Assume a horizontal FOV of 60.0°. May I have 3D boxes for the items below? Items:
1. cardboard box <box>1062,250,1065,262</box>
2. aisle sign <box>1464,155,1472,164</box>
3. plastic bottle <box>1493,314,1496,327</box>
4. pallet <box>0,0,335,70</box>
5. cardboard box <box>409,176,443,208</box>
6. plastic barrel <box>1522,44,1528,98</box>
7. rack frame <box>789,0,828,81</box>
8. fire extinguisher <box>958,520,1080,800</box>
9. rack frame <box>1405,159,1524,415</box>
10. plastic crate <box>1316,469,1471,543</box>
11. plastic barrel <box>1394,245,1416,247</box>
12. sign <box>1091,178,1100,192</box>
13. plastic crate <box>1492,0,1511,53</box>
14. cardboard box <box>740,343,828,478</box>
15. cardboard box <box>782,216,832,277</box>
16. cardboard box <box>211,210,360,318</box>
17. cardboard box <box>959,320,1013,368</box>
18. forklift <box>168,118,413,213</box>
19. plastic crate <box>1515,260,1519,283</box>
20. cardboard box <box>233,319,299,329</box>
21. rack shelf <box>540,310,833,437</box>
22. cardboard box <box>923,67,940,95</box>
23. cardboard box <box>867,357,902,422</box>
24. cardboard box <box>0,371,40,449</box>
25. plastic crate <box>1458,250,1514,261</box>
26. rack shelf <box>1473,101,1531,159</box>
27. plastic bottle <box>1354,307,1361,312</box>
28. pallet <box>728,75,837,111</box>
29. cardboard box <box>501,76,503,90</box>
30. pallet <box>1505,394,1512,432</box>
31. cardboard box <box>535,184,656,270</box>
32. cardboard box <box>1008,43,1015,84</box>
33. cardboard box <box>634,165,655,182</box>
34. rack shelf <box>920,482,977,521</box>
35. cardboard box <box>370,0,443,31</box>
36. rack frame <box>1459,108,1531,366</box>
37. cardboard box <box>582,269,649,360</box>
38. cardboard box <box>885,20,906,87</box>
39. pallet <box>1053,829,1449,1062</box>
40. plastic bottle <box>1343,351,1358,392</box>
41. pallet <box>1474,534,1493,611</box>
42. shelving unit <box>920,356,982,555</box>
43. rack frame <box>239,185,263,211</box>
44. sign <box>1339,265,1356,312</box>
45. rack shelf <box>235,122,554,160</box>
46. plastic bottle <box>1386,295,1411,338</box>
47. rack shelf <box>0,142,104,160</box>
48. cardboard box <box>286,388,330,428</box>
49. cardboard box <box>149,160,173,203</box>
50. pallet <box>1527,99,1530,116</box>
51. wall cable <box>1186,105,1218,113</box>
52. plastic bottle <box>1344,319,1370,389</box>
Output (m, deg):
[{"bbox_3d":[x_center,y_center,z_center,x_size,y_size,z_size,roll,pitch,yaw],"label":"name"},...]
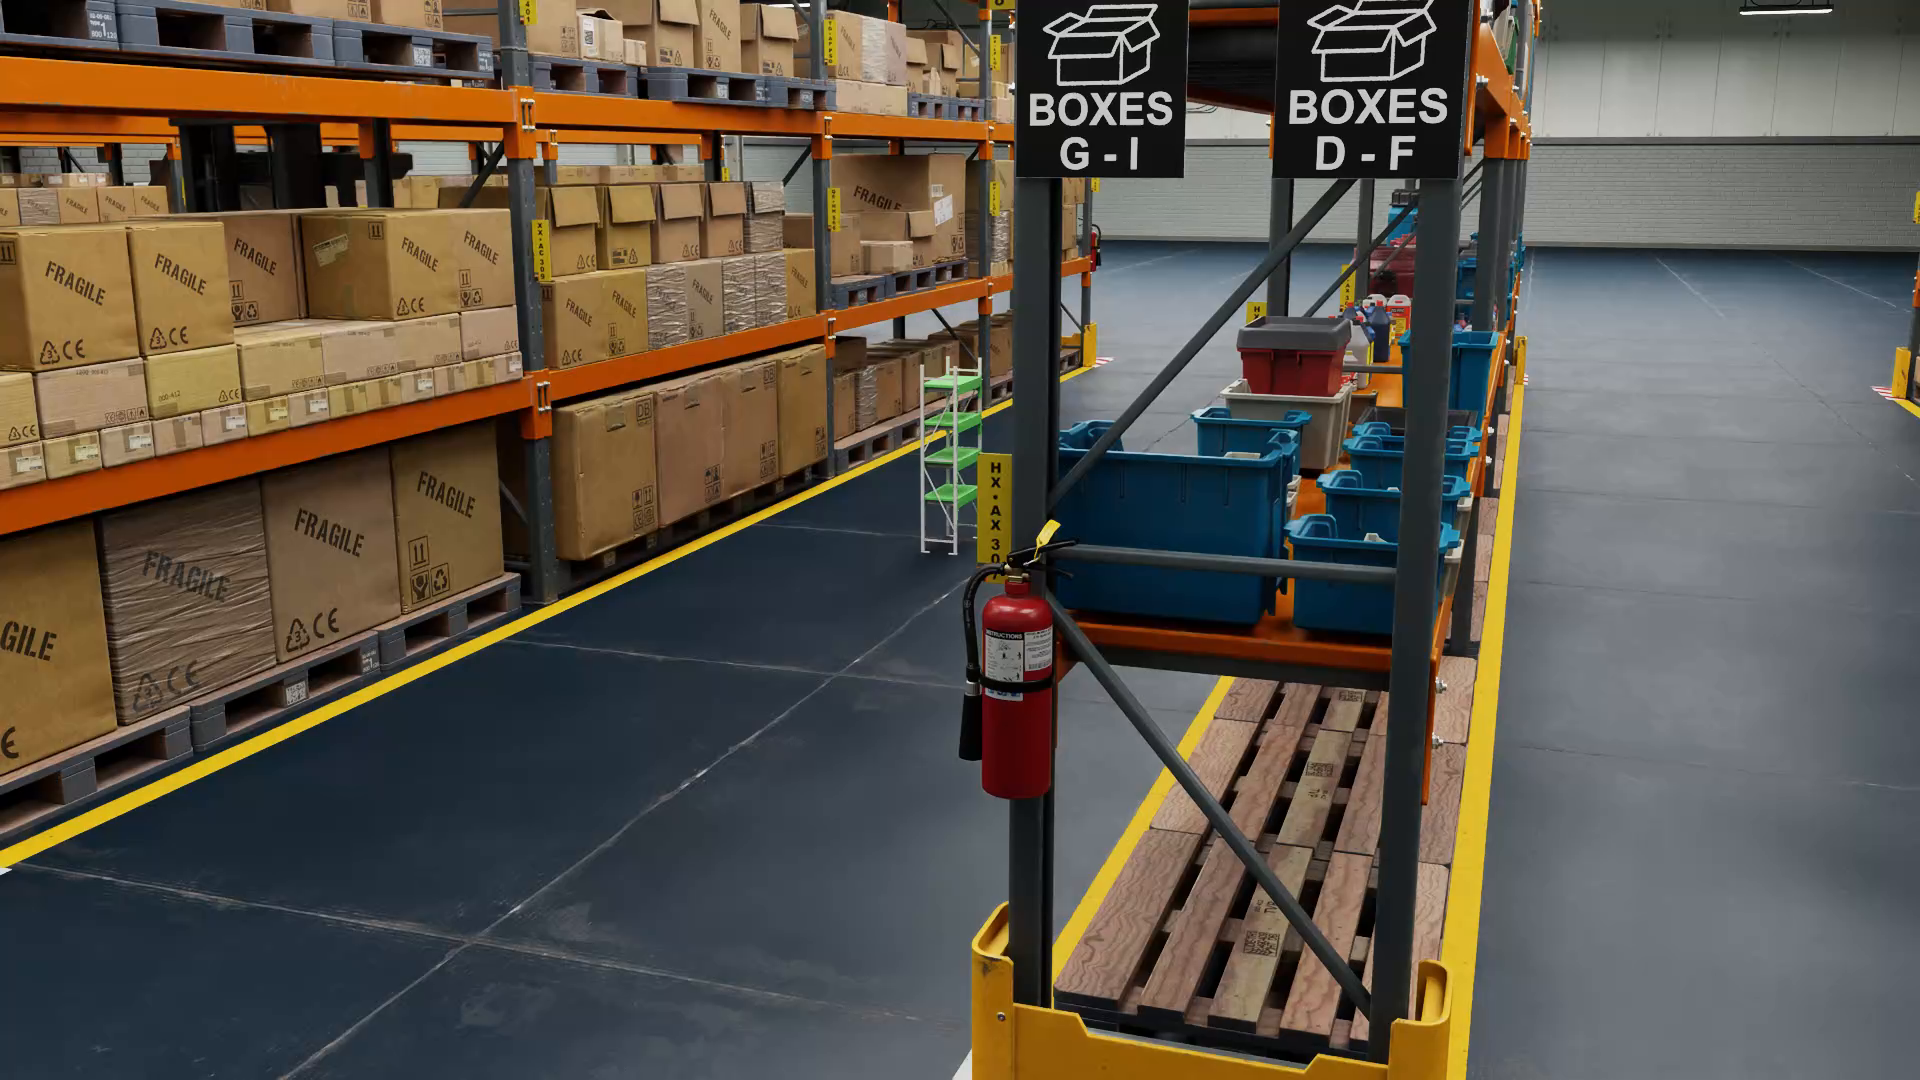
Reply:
[{"bbox_3d":[1.001,-3.304,19.286,0.380,0.149,0.250,4,14,18],"label":"cardboard box"},{"bbox_3d":[5.540,-4.609,18.596,0.394,0.787,0.004,4,14,18],"label":"aisle sign"},{"bbox_3d":[3.223,-1.288,10.181,0.097,0.271,0.097,0,13,0],"label":"plastic bottle"},{"bbox_3d":[-3.447,-2.127,7.022,1.003,0.211,1.213,4,14,18],"label":"pallet"},{"bbox_3d":[-5.496,-3.308,16.268,0.700,0.500,0.500,4,14,18],"label":"cardboard box"},{"bbox_3d":[3.595,-3.181,11.191,0.421,0.512,0.421,0,13,0],"label":"plastic barrel"},{"bbox_3d":[-1.482,-4.902,12.242,1.000,3.000,0.127,4,14,18],"label":"rack frame"},{"bbox_3d":[0.138,0.282,4.021,0.296,0.674,0.183,4,14,18],"label":"fire extinguisher"},{"bbox_3d":[4.499,-2.463,15.037,1.000,3.000,0.127,4,14,18],"label":"rack frame"},{"bbox_3d":[1.221,-0.051,4.710,0.416,0.233,0.300,4,14,18],"label":"plastic crate"},{"bbox_3d":[3.472,-1.996,12.739,0.421,0.512,0.421,0,13,0],"label":"plastic barrel"},{"bbox_3d":[1.626,-4.336,19.932,0.100,0.325,0.005,4,14,18],"label":"sign"},{"bbox_3d":[1.626,-1.785,5.594,0.437,0.282,0.530,4,14,18],"label":"plastic crate"},{"bbox_3d":[-1.725,-1.002,12.469,1.225,0.875,0.875,4,13,16],"label":"cardboard box"},{"bbox_3d":[-1.345,-2.347,13.362,0.500,0.500,0.500,3,13,11],"label":"cardboard box"},{"bbox_3d":[-3.339,-1.387,8.306,0.500,0.500,0.500,4,14,18],"label":"cardboard box"},{"bbox_3d":[0.285,-2.144,18.315,0.500,0.500,0.500,3,13,13],"label":"cardboard box"},{"bbox_3d":[-4.472,-1.644,11.604,1.130,2.935,3.031,4,14,18],"label":"forklift"},{"bbox_3d":[5.206,-2.625,16.224,0.450,0.188,0.662,4,14,18],"label":"plastic crate"},{"bbox_3d":[-3.504,-0.913,7.915,0.500,0.250,0.500,5,14,20],"label":"cardboard box"},{"bbox_3d":[-2.129,-1.205,11.144,1.077,0.370,4.000,4,14,18],"label":"rack shelf"},{"bbox_3d":[-0.397,-4.216,15.335,0.396,0.266,0.258,5,14,20],"label":"cardboard box"},{"bbox_3d":[-0.939,-1.353,14.804,0.700,0.500,0.500,6,14,23],"label":"cardboard box"},{"bbox_3d":[-3.659,-0.446,5.871,0.500,0.250,0.500,4,13,17],"label":"cardboard box"},{"bbox_3d":[4.017,-1.970,12.734,0.402,0.464,0.583,4,14,18],"label":"plastic crate"},{"bbox_3d":[3.852,-3.153,12.938,1.077,0.370,4.000,4,14,18],"label":"rack shelf"},{"bbox_3d":[2.428,-1.293,10.203,0.097,0.271,0.097,0,13,0],"label":"plastic bottle"},{"bbox_3d":[-1.640,-3.208,11.986,1.213,0.211,1.003,5,14,21],"label":"pallet"},{"bbox_3d":[-4.925,-4.680,17.180,0.500,0.250,0.500,5,14,19],"label":"cardboard box"},{"bbox_3d":[4.756,-1.242,15.954,1.003,0.211,1.213,4,14,18],"label":"pallet"},{"bbox_3d":[-2.344,-1.951,10.318,0.797,0.503,0.637,5,14,19],"label":"cardboard box"},{"bbox_3d":[0.845,-5.217,18.346,0.500,0.500,0.500,4,14,18],"label":"cardboard box"},{"bbox_3d":[-4.159,-4.213,19.940,0.875,0.550,0.500,4,14,18],"label":"cardboard box"},{"bbox_3d":[-0.054,-0.254,10.769,0.258,0.148,0.480,4,14,18],"label":"rack shelf"},{"bbox_3d":[-2.972,-2.730,8.076,0.700,0.500,0.500,4,13,15],"label":"cardboard box"},{"bbox_3d":[5.793,-3.305,18.727,1.000,3.000,0.127,4,14,18],"label":"rack frame"},{"bbox_3d":[-2.229,-1.368,10.018,0.500,0.500,0.500,4,14,18],"label":"cardboard box"},{"bbox_3d":[-0.762,-4.025,13.794,0.500,0.500,0.500,4,13,17],"label":"cardboard box"},{"bbox_3d":[0.920,1.253,5.026,1.003,0.211,1.213,4,14,18],"label":"pallet"},{"bbox_3d":[1.975,-0.860,8.459,0.097,0.201,0.097,0,13,0],"label":"plastic bottle"},{"bbox_3d":[2.593,0.164,9.795,1.003,0.211,1.213,4,14,18],"label":"pallet"},{"bbox_3d":[-0.054,-0.550,10.702,0.258,1.200,0.503,4,14,18],"label":"shelving unit"},{"bbox_3d":[-6.142,-2.356,14.567,1.000,3.000,0.127,4,14,18],"label":"rack frame"},{"bbox_3d":[2.682,-1.738,11.496,0.100,0.325,0.005,4,14,18],"label":"sign"},{"bbox_3d":[-5.495,-3.888,16.158,1.077,0.370,4.000,4,14,18],"label":"rack shelf"},{"bbox_3d":[2.903,-1.481,11.016,0.152,0.276,0.135,4,14,18],"label":"plastic bottle"},{"bbox_3d":[-13.615,-5.422,22.879,1.077,0.370,4.000,4,14,18],"label":"rack shelf"},{"bbox_3d":[-3.063,-0.601,7.443,0.380,0.149,0.250,5,14,19],"label":"cardboard box"},{"bbox_3d":[-9.217,-4.291,19.907,0.700,0.500,0.500,4,14,18],"label":"cardboard box"},{"bbox_3d":[4.640,-3.992,15.420,1.213,0.211,1.003,4,14,18],"label":"pallet"},{"bbox_3d":[6.843,-15.387,50.539,2.305,6.003,0.169,4,14,18],"label":"wall cable"},{"bbox_3d":[2.035,-0.961,8.568,0.144,0.351,0.185,4,14,18],"label":"plastic bottle"}]
